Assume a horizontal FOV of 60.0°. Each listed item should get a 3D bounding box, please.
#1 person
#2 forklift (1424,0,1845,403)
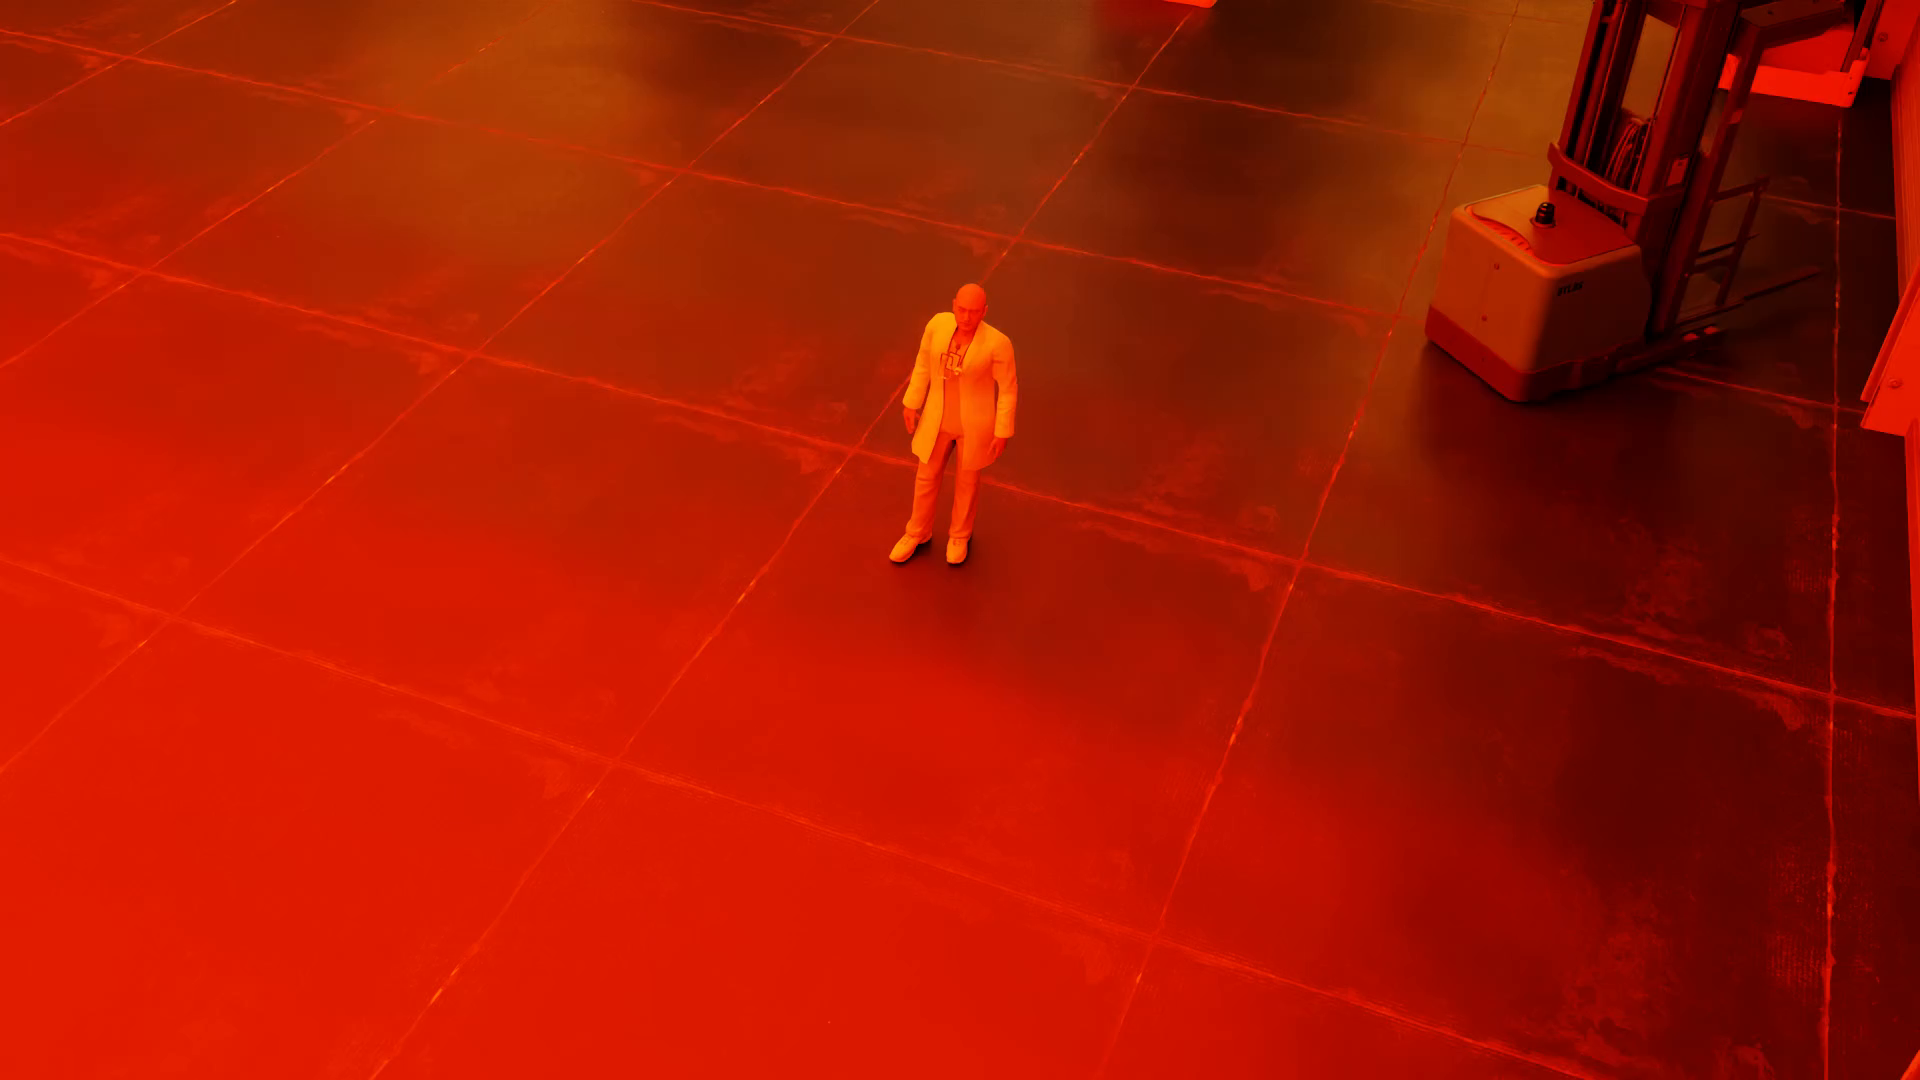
[{"bbox_3d":[-0.039,-0.635,9.652,0.696,1.775,0.581,15,42,17],"label":"person"},{"bbox_3d":[4.893,-2.715,11.250,3.031,2.935,1.130,-18,43,-20],"label":"forklift"}]
